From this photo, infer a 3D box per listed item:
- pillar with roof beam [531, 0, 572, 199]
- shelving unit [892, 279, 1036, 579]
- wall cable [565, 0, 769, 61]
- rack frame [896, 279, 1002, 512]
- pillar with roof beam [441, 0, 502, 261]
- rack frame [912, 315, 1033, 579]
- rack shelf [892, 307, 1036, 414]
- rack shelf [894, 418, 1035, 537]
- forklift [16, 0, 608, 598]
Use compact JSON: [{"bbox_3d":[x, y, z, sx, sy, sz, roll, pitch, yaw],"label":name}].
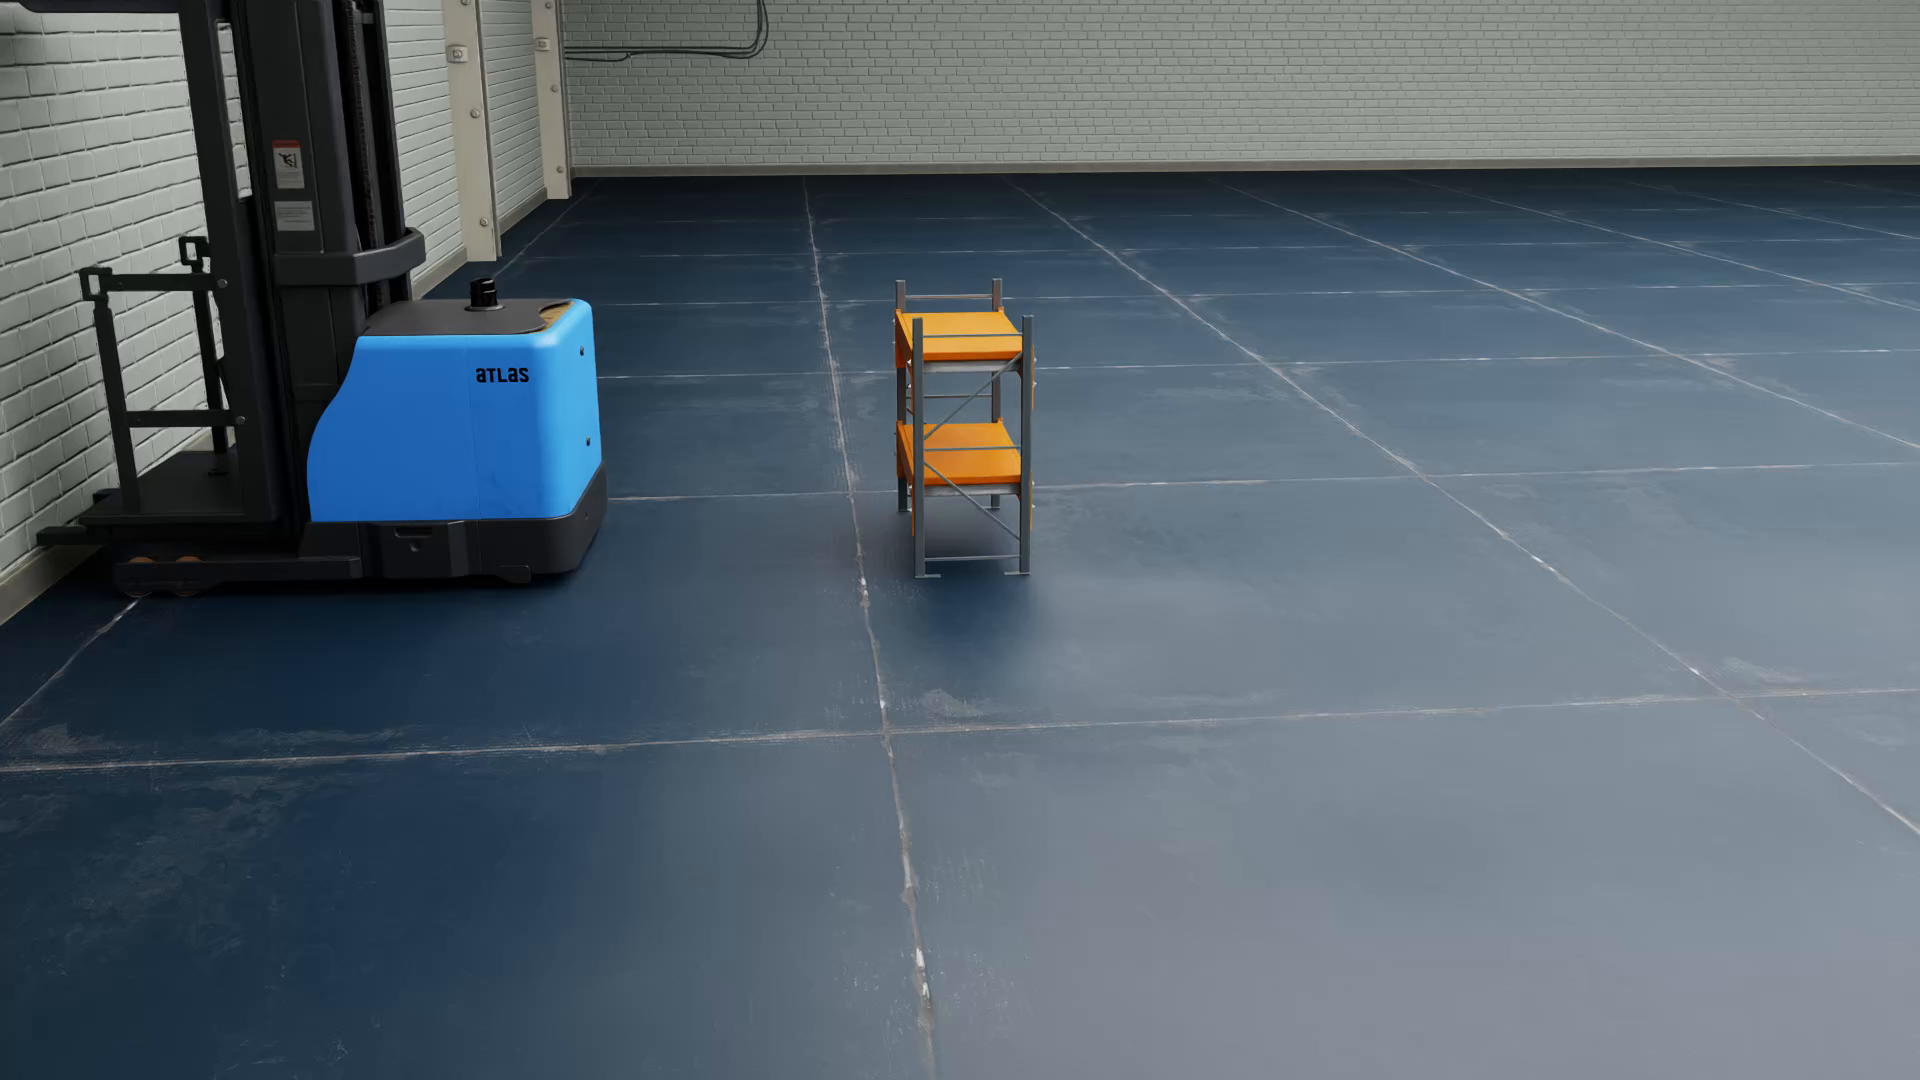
[{"bbox_3d":[-1.118,-9.036,21.434,9.100,9.000,0.400,-2,18,-6],"label":"pillar with roof beam"},{"bbox_3d":[0.001,-0.535,7.502,0.538,1.125,1.048,-2,18,-6],"label":"shelving unit"},{"bbox_3d":[-4.389,-8.340,24.401,3.097,2.526,0.112,-2,18,-6],"label":"wall cable"},{"bbox_3d":[-0.052,-0.686,7.985,0.500,1.125,0.032,-2,18,-6],"label":"rack frame"},{"bbox_3d":[-0.499,-7.248,15.740,9.100,9.000,0.400,-2,18,-6],"label":"pillar with roof beam"},{"bbox_3d":[0.053,-0.383,7.020,0.500,1.125,0.032,-2,18,-6],"label":"rack frame"},{"bbox_3d":[0.001,-0.814,7.415,0.538,0.278,1.000,-2,18,-6],"label":"rack shelf"},{"bbox_3d":[0.001,-0.301,7.575,0.538,0.278,1.000,-2,18,-6],"label":"rack shelf"},{"bbox_3d":[-3.162,-1.322,6.994,3.031,2.935,1.130,-1,17,-3],"label":"forklift"}]
